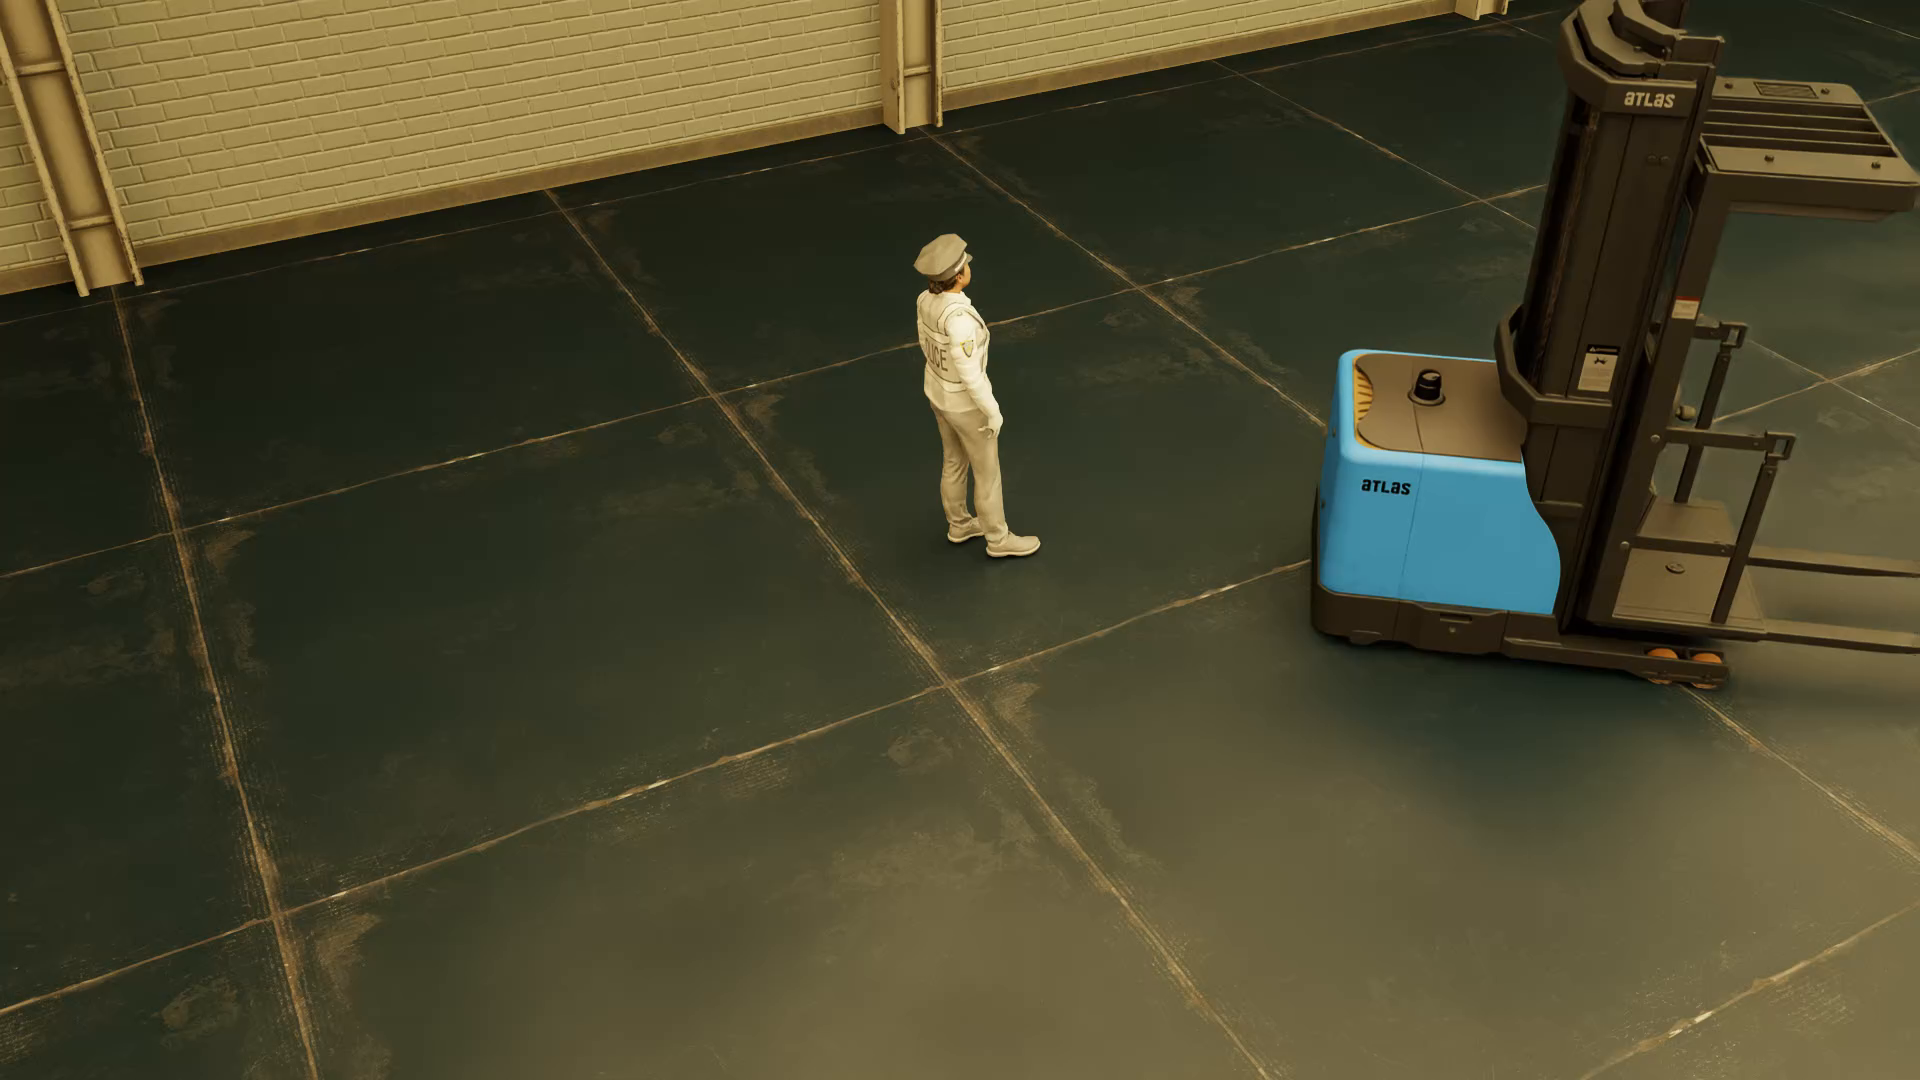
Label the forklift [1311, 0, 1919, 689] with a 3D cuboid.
[{"bbox_3d":[3.253,-0.842,7.314,3.031,2.935,1.130,6,36,8],"label":"forklift"}]

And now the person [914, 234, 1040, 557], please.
[{"bbox_3d":[0.062,-0.713,8.190,0.533,1.696,0.588,-17,39,-23],"label":"person"}]
